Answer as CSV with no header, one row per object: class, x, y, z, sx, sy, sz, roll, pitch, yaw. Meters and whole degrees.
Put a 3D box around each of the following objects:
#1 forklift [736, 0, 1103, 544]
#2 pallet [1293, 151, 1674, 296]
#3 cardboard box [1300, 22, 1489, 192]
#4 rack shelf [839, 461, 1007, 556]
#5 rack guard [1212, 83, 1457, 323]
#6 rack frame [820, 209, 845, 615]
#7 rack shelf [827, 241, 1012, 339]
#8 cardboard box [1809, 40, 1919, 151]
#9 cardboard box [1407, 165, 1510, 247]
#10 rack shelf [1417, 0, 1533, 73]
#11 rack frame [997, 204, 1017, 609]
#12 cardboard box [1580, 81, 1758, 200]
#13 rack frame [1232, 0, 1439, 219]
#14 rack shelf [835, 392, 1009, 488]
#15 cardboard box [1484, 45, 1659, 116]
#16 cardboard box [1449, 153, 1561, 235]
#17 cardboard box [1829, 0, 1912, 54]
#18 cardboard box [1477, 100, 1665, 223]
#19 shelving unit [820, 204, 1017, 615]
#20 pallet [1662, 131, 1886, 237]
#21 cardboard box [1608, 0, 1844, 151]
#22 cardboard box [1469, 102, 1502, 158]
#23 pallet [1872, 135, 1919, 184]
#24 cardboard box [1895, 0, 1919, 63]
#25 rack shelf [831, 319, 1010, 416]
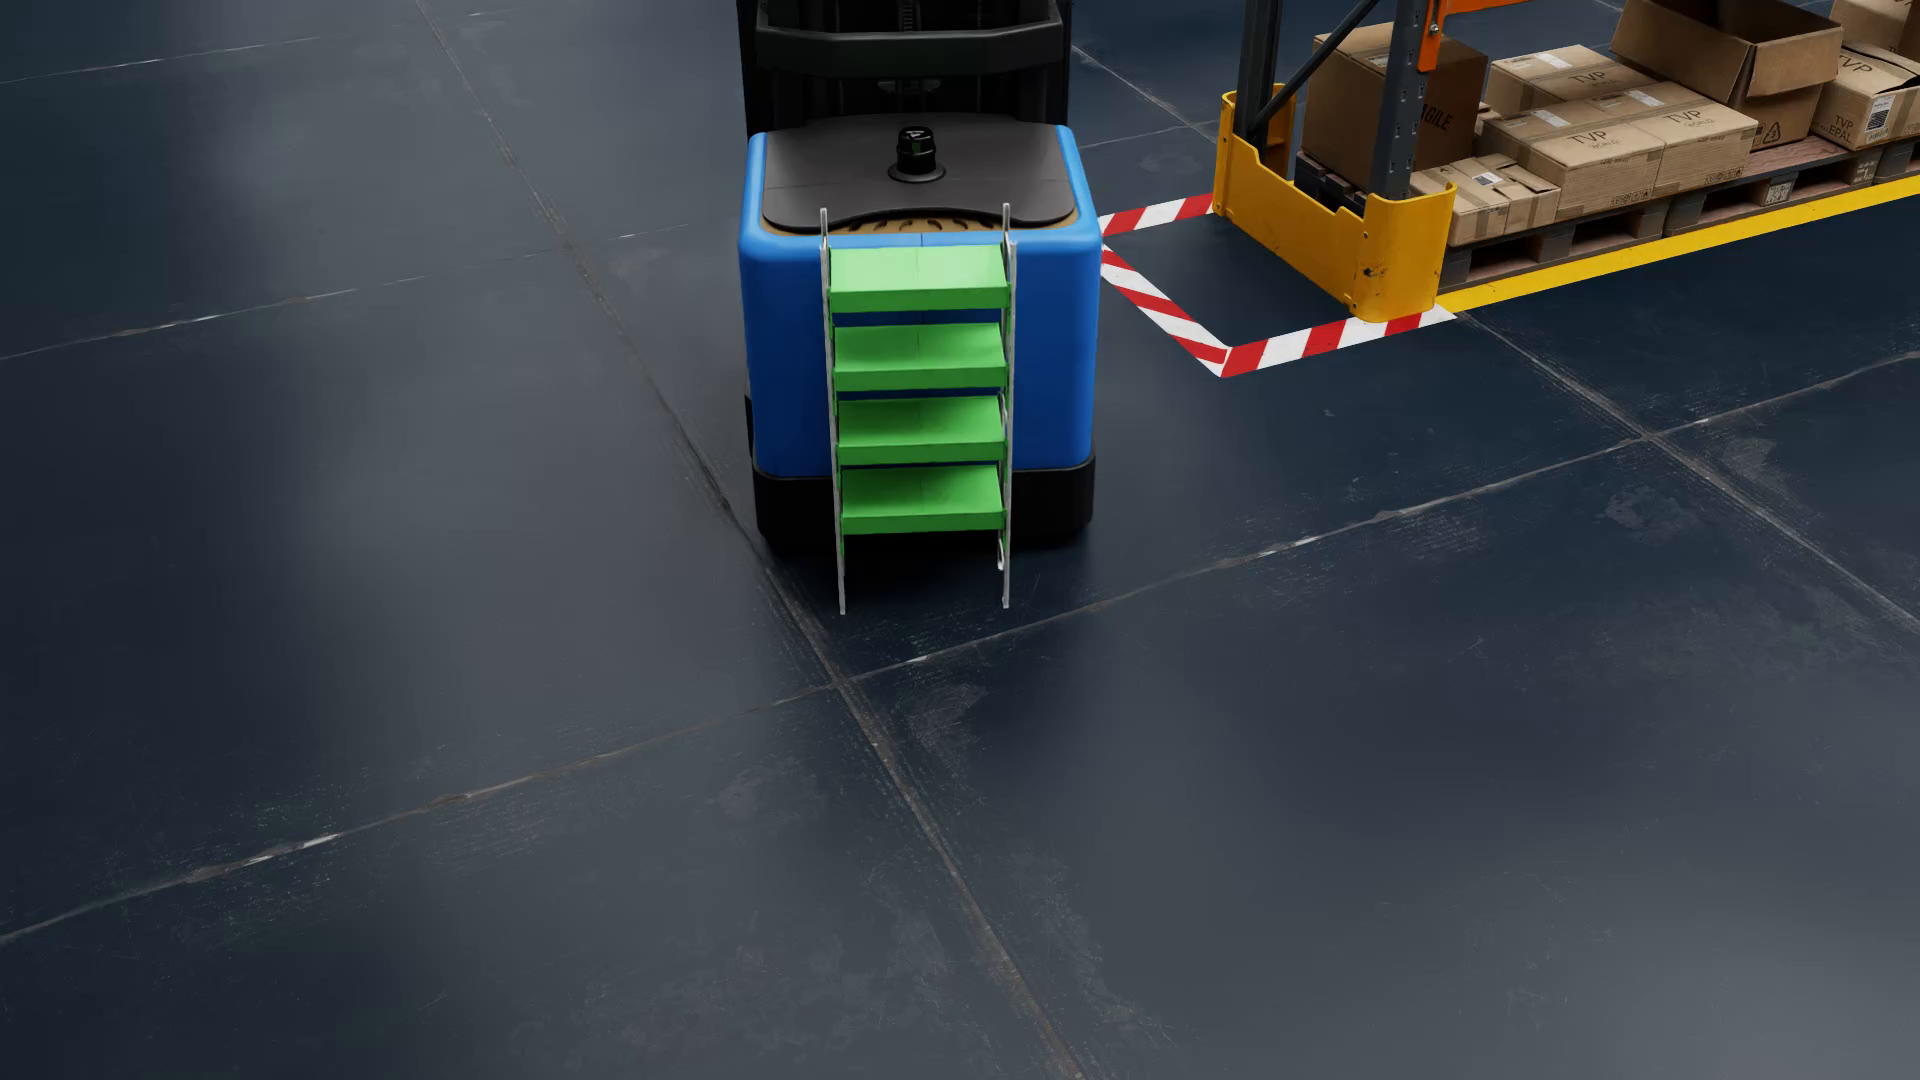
forklift,-0.195,-2.023,5.517,1.130,2.935,3.031,-2,37,-3
pallet,2.190,-1.463,7.045,1.213,0.211,1.003,-16,39,-20
cardboard box,1.787,-1.805,6.894,0.500,0.500,0.500,-16,39,-20
rack shelf,-0.113,-0.094,4.879,0.480,0.148,0.258,-2,37,-3
rack guard,1.468,-1.377,6.686,0.348,0.500,1.175,-16,39,-20
rack frame,-0.356,-0.329,4.686,0.015,1.200,0.240,-2,37,-3
rack shelf,-0.113,-0.672,4.450,0.480,0.148,0.258,-2,37,-3
cardboard box,3.946,-1.984,7.294,0.500,0.311,0.500,-16,39,-20
cardboard box,1.925,-1.314,6.527,0.250,0.149,0.380,-16,39,-20
rack shelf,3.210,-2.579,6.813,4.000,0.370,1.077,-16,39,-20
rack frame,0.131,-0.347,4.710,0.015,1.200,0.240,-2,37,-3
cardboard box,2.918,-1.671,6.924,0.500,0.250,0.500,-16,39,-20
rack frame,1.400,-2.361,5.916,0.127,3.000,1.000,-16,39,-20
rack shelf,-0.113,-0.287,4.736,0.480,0.148,0.258,-2,37,-3
cardboard box,2.660,-1.928,7.271,0.500,0.250,0.500,-16,39,-20
cardboard box,2.151,-1.384,6.607,0.250,0.166,0.380,-16,39,-20
cardboard box,4.549,-2.481,7.965,0.500,0.311,0.500,-16,39,-20
cardboard box,2.465,-1.545,6.754,0.500,0.250,0.500,-16,39,-20
shelving unit,-0.113,-0.338,4.698,0.503,1.200,0.258,-2,37,-3
pallet,3.292,-1.769,7.458,1.213,0.211,1.003,-16,39,-20
cardboard box,3.322,-2.070,7.249,0.637,0.503,0.797,-16,39,-20
cardboard box,2.192,-1.725,7.066,0.250,0.166,0.380,-16,39,-20
pallet,4.398,-2.080,7.878,1.213,0.211,1.003,-16,39,-20
cardboard box,4.625,-2.249,7.494,0.500,0.500,0.500,-16,39,-20
rack shelf,-0.113,-0.479,4.593,0.480,0.148,0.258,-2,37,-3
